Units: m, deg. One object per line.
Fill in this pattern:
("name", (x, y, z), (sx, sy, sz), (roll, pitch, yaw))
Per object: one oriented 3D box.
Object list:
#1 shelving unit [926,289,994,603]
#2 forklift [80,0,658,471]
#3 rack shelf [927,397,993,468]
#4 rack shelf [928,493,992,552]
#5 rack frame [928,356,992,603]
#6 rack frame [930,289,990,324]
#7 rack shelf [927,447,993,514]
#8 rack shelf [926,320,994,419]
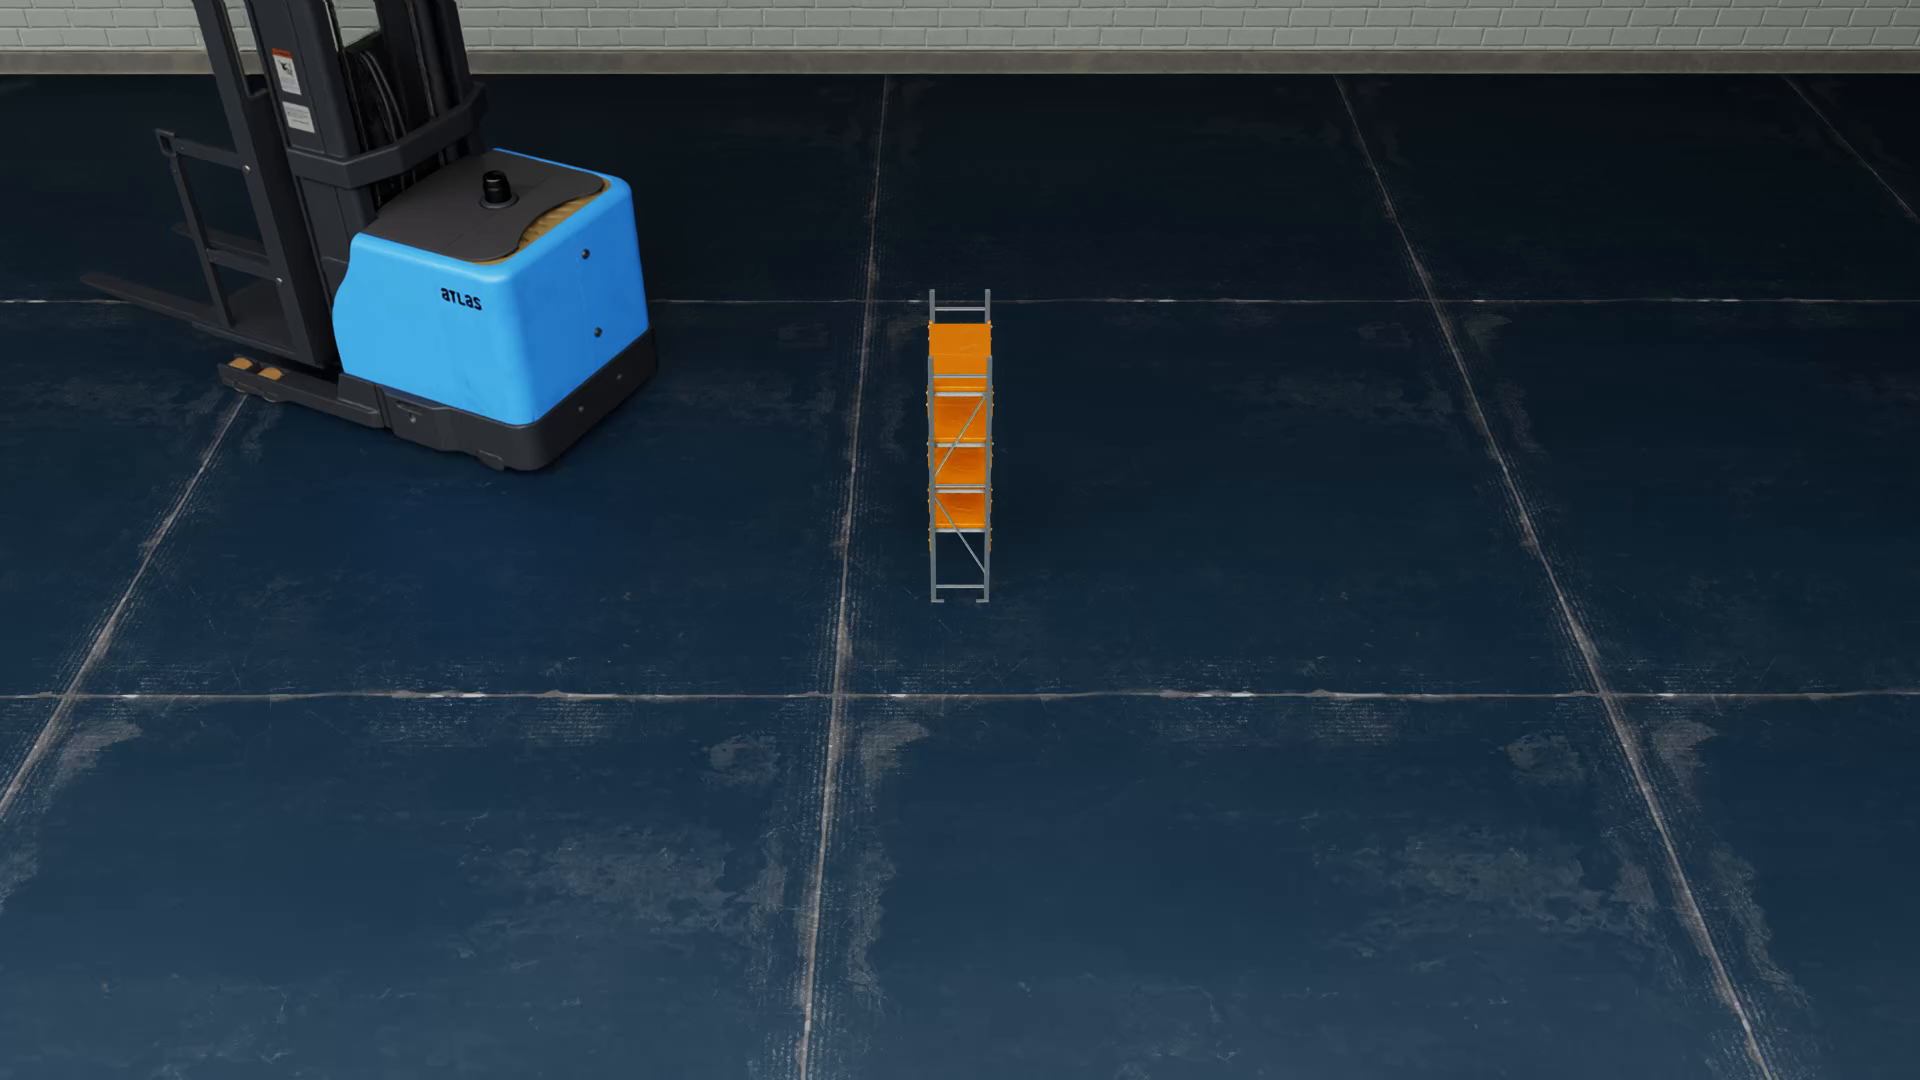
("shelving unit", (0.000, -0.365, 6.746), (0.258, 1.200, 0.503), (0, 39, 0))
("forklift", (-3.041, -2.091, 7.515), (3.031, 2.935, 1.130), (17, 42, 20))
("rack shelf", (0.000, -0.487, 6.648), (0.258, 0.148, 0.480), (0, 39, 0))
("rack shelf", (0.000, -0.157, 6.912), (0.258, 0.148, 0.480), (0, 39, 0))
("rack frame", (0.000, -0.212, 6.555), (0.240, 1.200, 0.015), (0, 39, 0))
("rack frame", (0.000, -0.517, 6.936), (0.240, 1.200, 0.015), (0, 39, 0))
("rack shelf", (0.000, -0.312, 6.788), (0.258, 0.148, 0.480), (0, 39, 0))
("rack shelf", (0.000, -0.671, 6.500), (0.258, 0.148, 0.480), (0, 39, 0))
